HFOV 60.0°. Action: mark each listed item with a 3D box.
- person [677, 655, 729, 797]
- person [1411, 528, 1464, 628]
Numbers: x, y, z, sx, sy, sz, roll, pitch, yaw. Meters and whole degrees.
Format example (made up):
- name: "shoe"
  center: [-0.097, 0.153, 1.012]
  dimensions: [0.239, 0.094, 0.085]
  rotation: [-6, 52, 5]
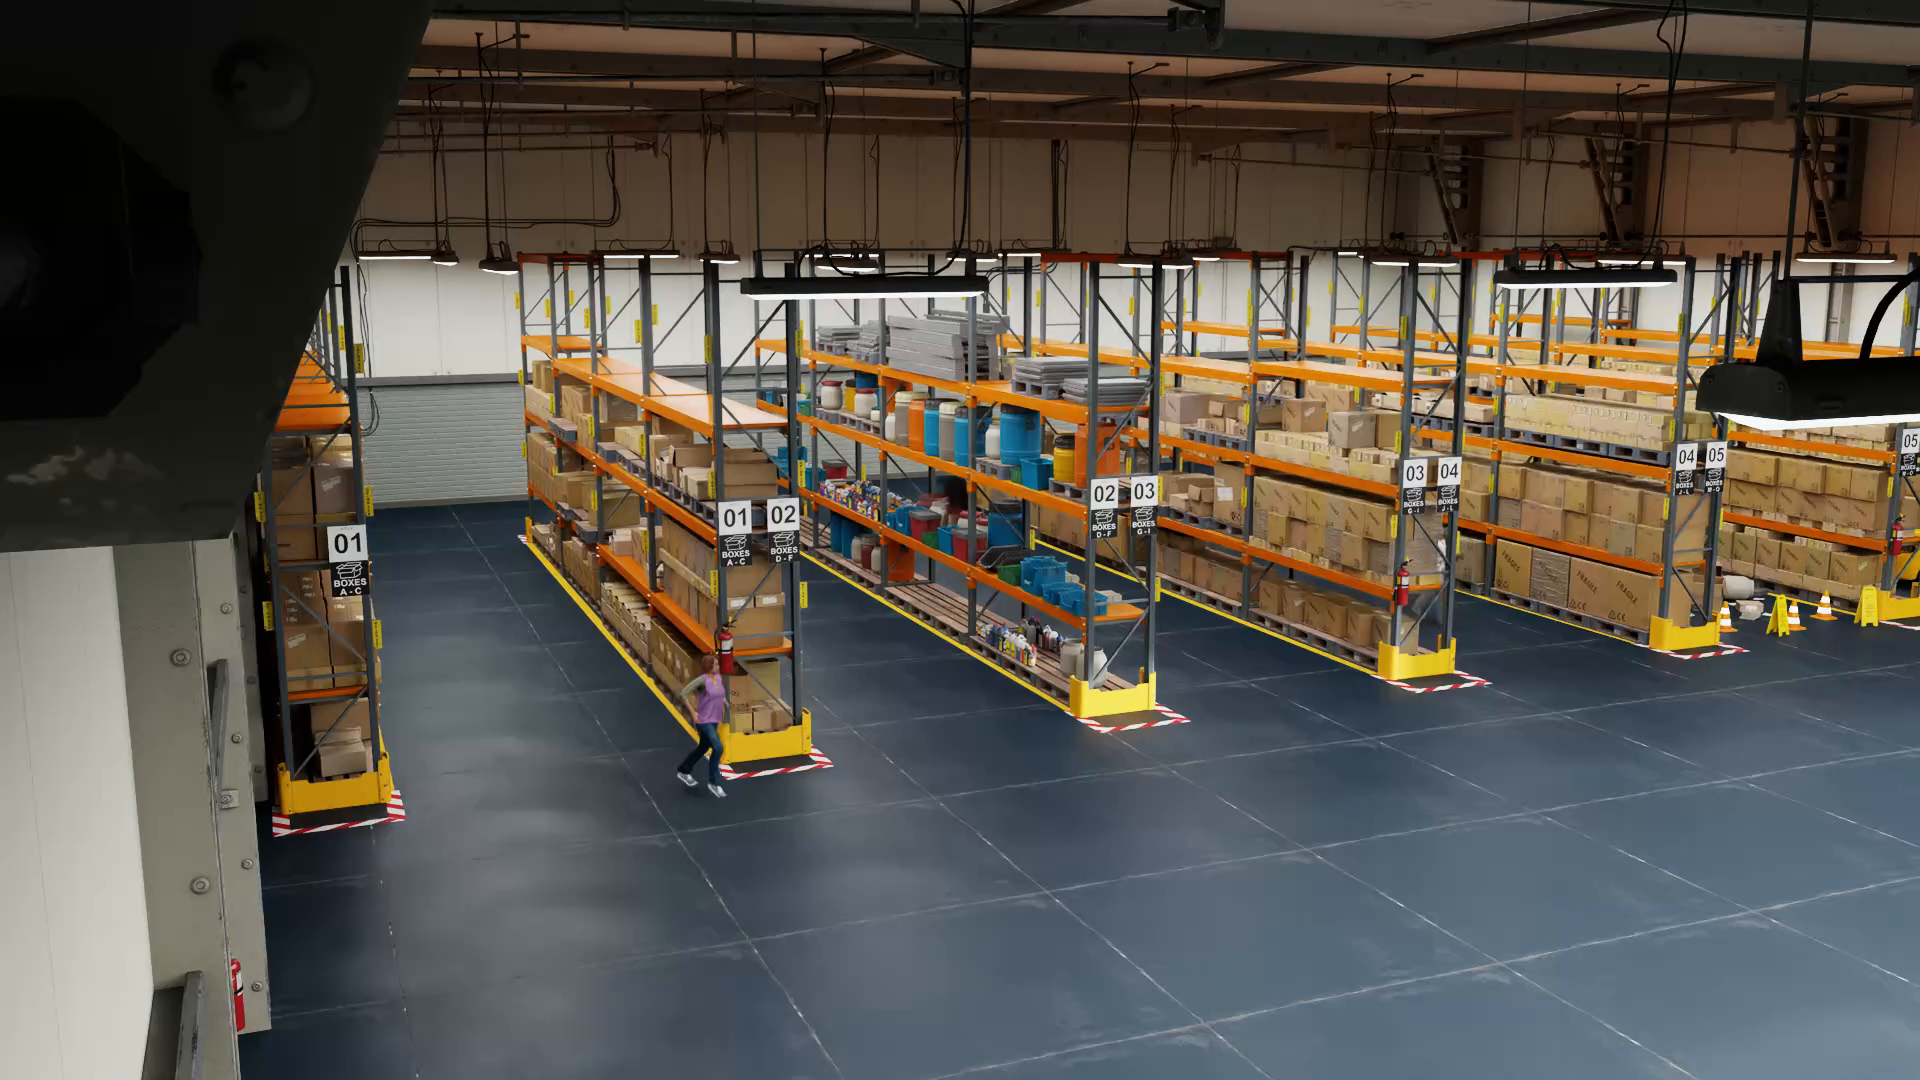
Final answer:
- name: "person"
  center: [-2.941, 2.120, 19.142]
  dimensions: [0.698, 1.636, 0.531]
  rotation: [4, 11, 22]
- name: "person"
  center: [7.852, 0.580, 27.376]
  dimensions: [0.572, 1.679, 0.925]
  rotation: [-9, 14, -42]
